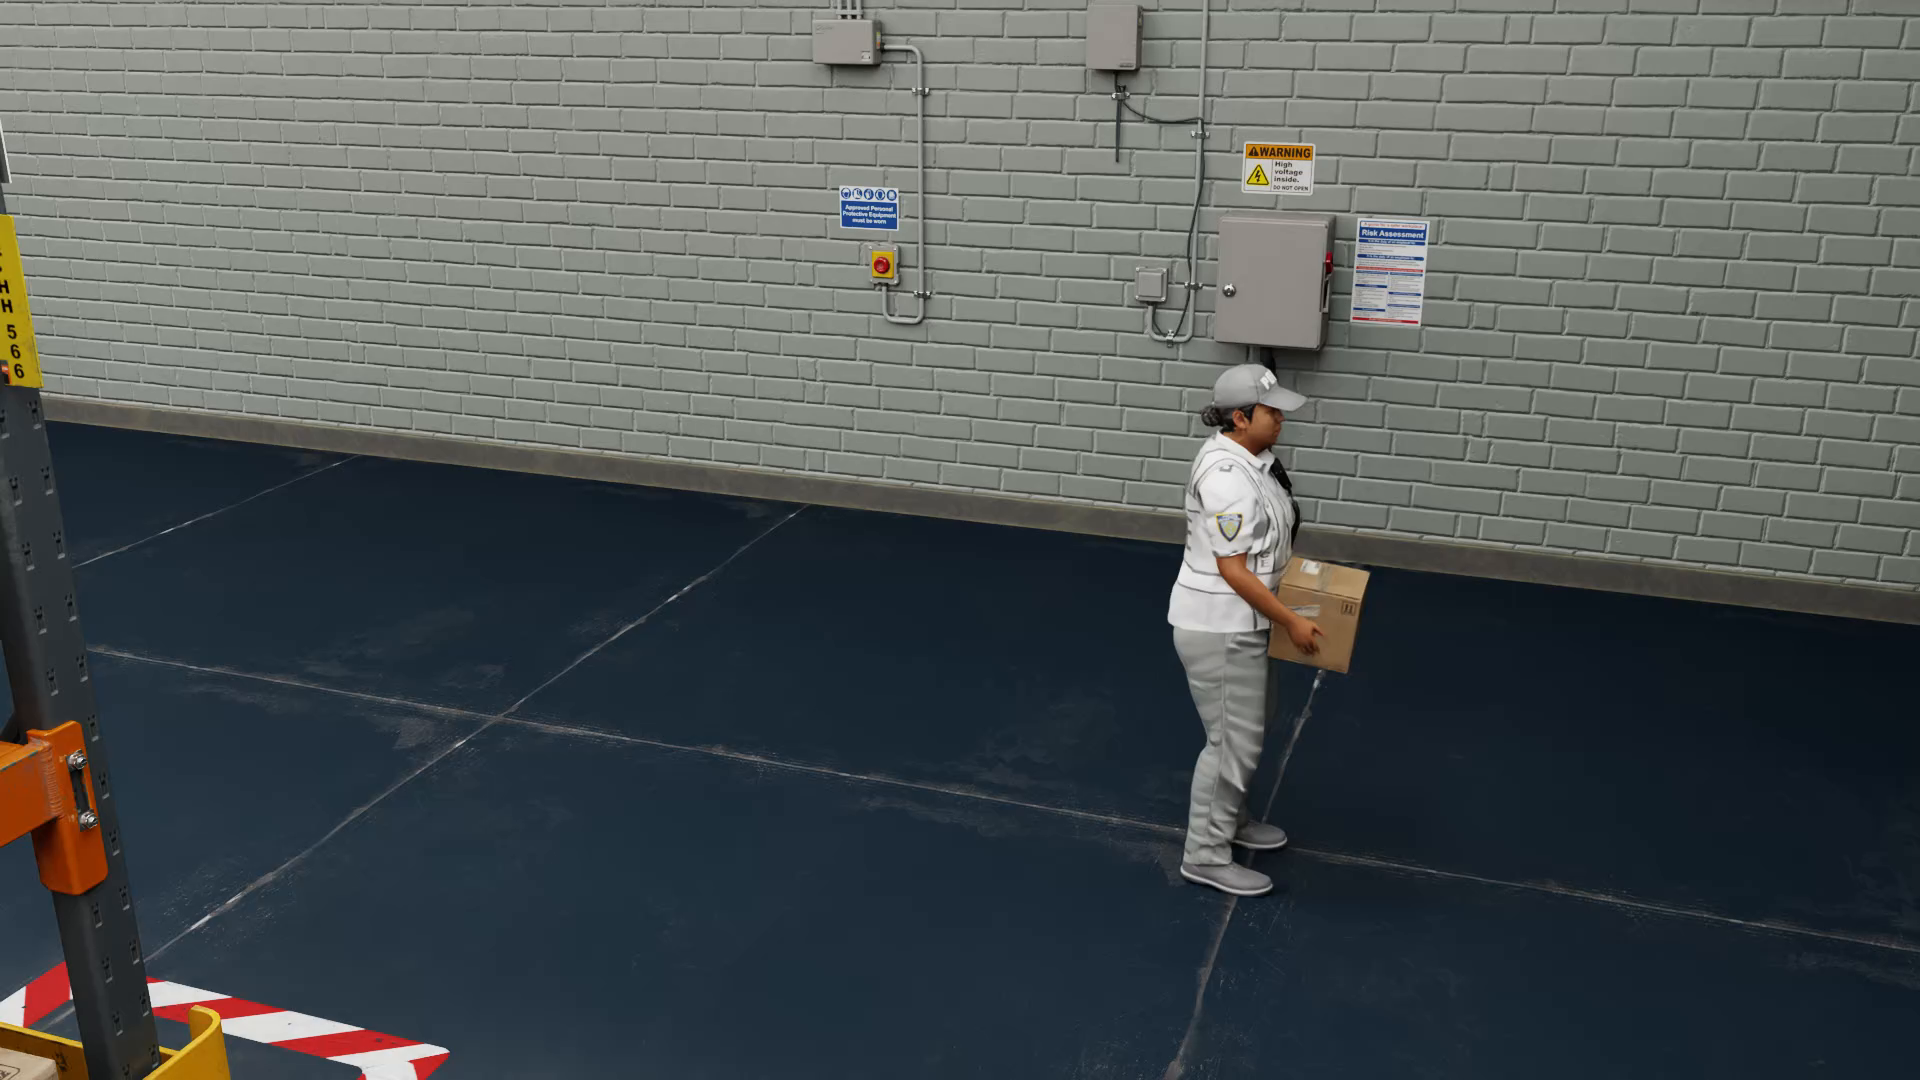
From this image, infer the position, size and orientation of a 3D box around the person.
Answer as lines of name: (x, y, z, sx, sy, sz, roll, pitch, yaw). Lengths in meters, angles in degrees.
person: (0.917, 0.269, 5.254, 0.503, 1.670, 0.487, 6, 20, 18)
